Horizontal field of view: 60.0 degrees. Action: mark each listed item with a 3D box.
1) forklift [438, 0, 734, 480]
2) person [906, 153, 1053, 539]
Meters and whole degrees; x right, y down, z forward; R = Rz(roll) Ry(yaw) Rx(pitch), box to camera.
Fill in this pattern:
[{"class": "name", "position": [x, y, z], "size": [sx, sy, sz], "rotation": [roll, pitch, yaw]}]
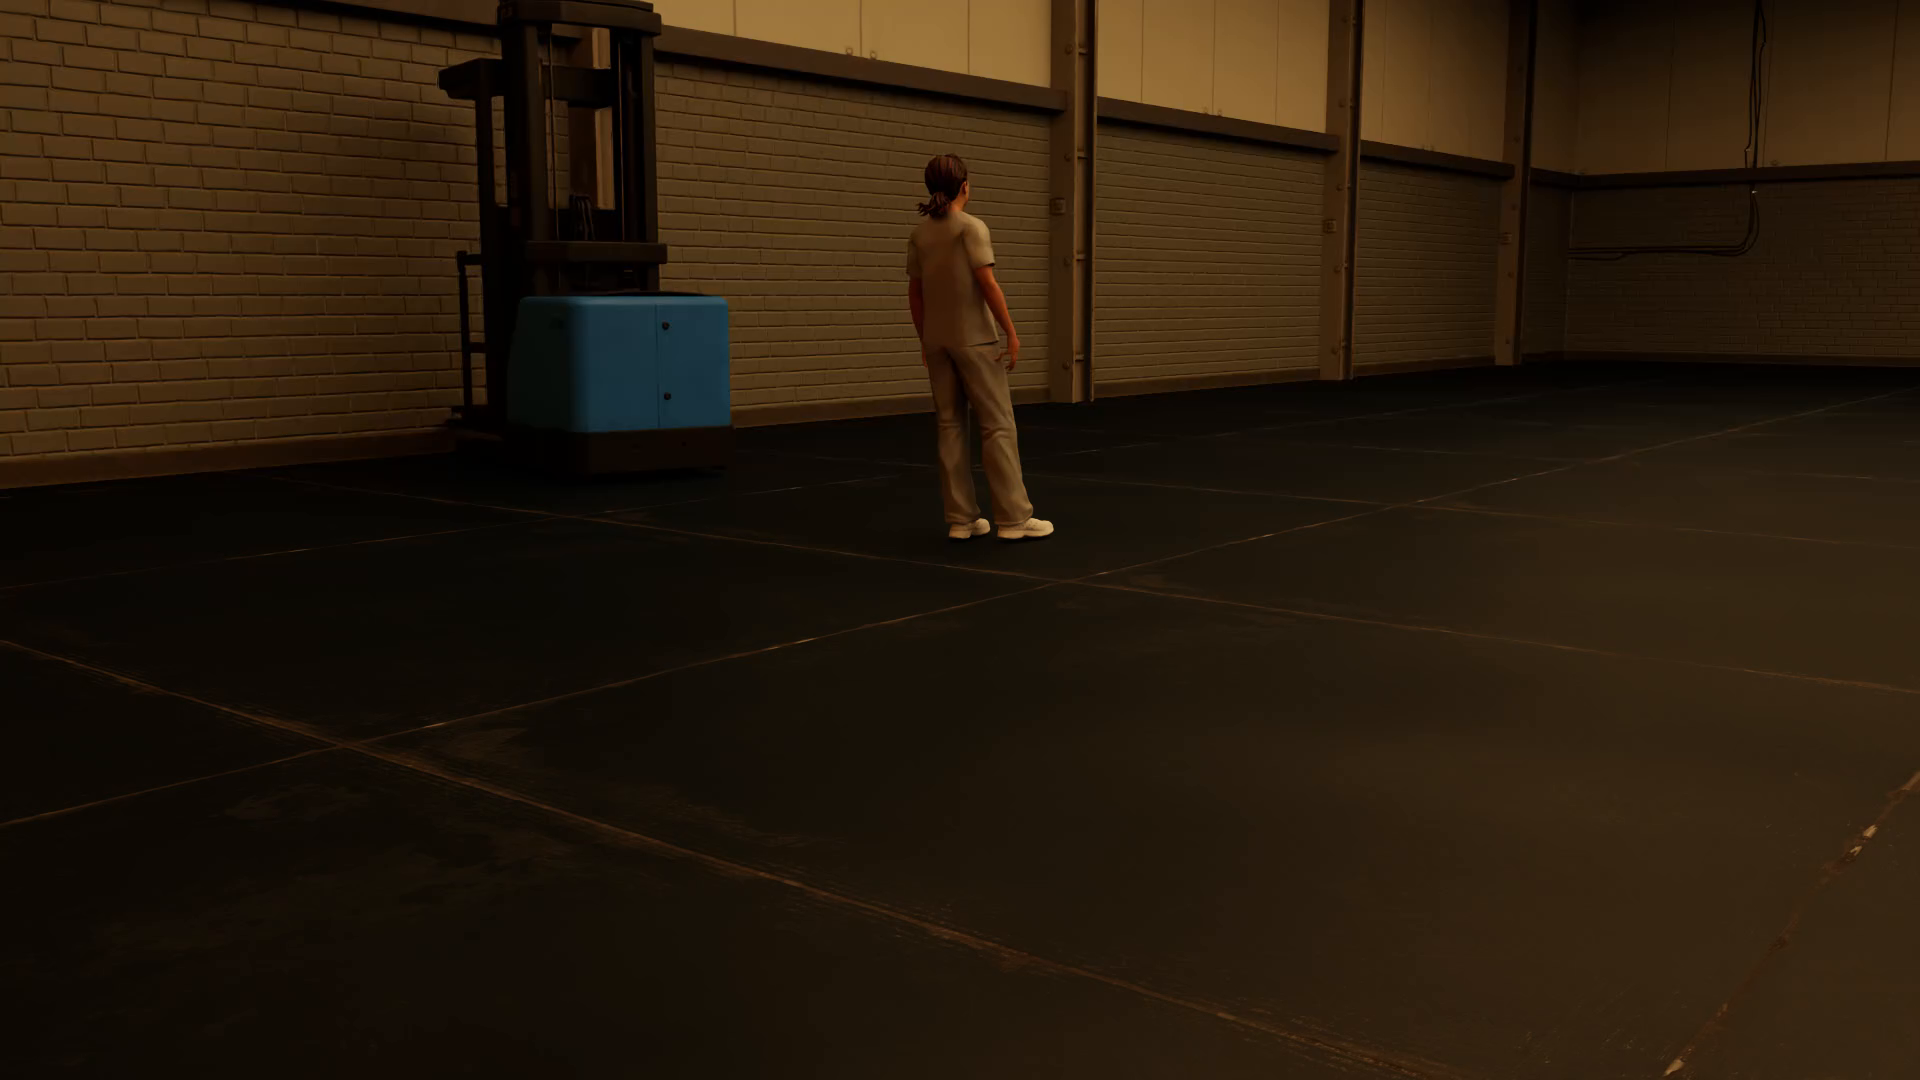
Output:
[{"class": "forklift", "position": [-2.634, -1.965, 10.710], "size": [1.130, 2.935, 3.031], "rotation": [-6, 10, -36]}, {"class": "person", "position": [0.057, -0.844, 7.330], "size": [0.549, 1.675, 0.549], "rotation": [7, 11, 38]}]
